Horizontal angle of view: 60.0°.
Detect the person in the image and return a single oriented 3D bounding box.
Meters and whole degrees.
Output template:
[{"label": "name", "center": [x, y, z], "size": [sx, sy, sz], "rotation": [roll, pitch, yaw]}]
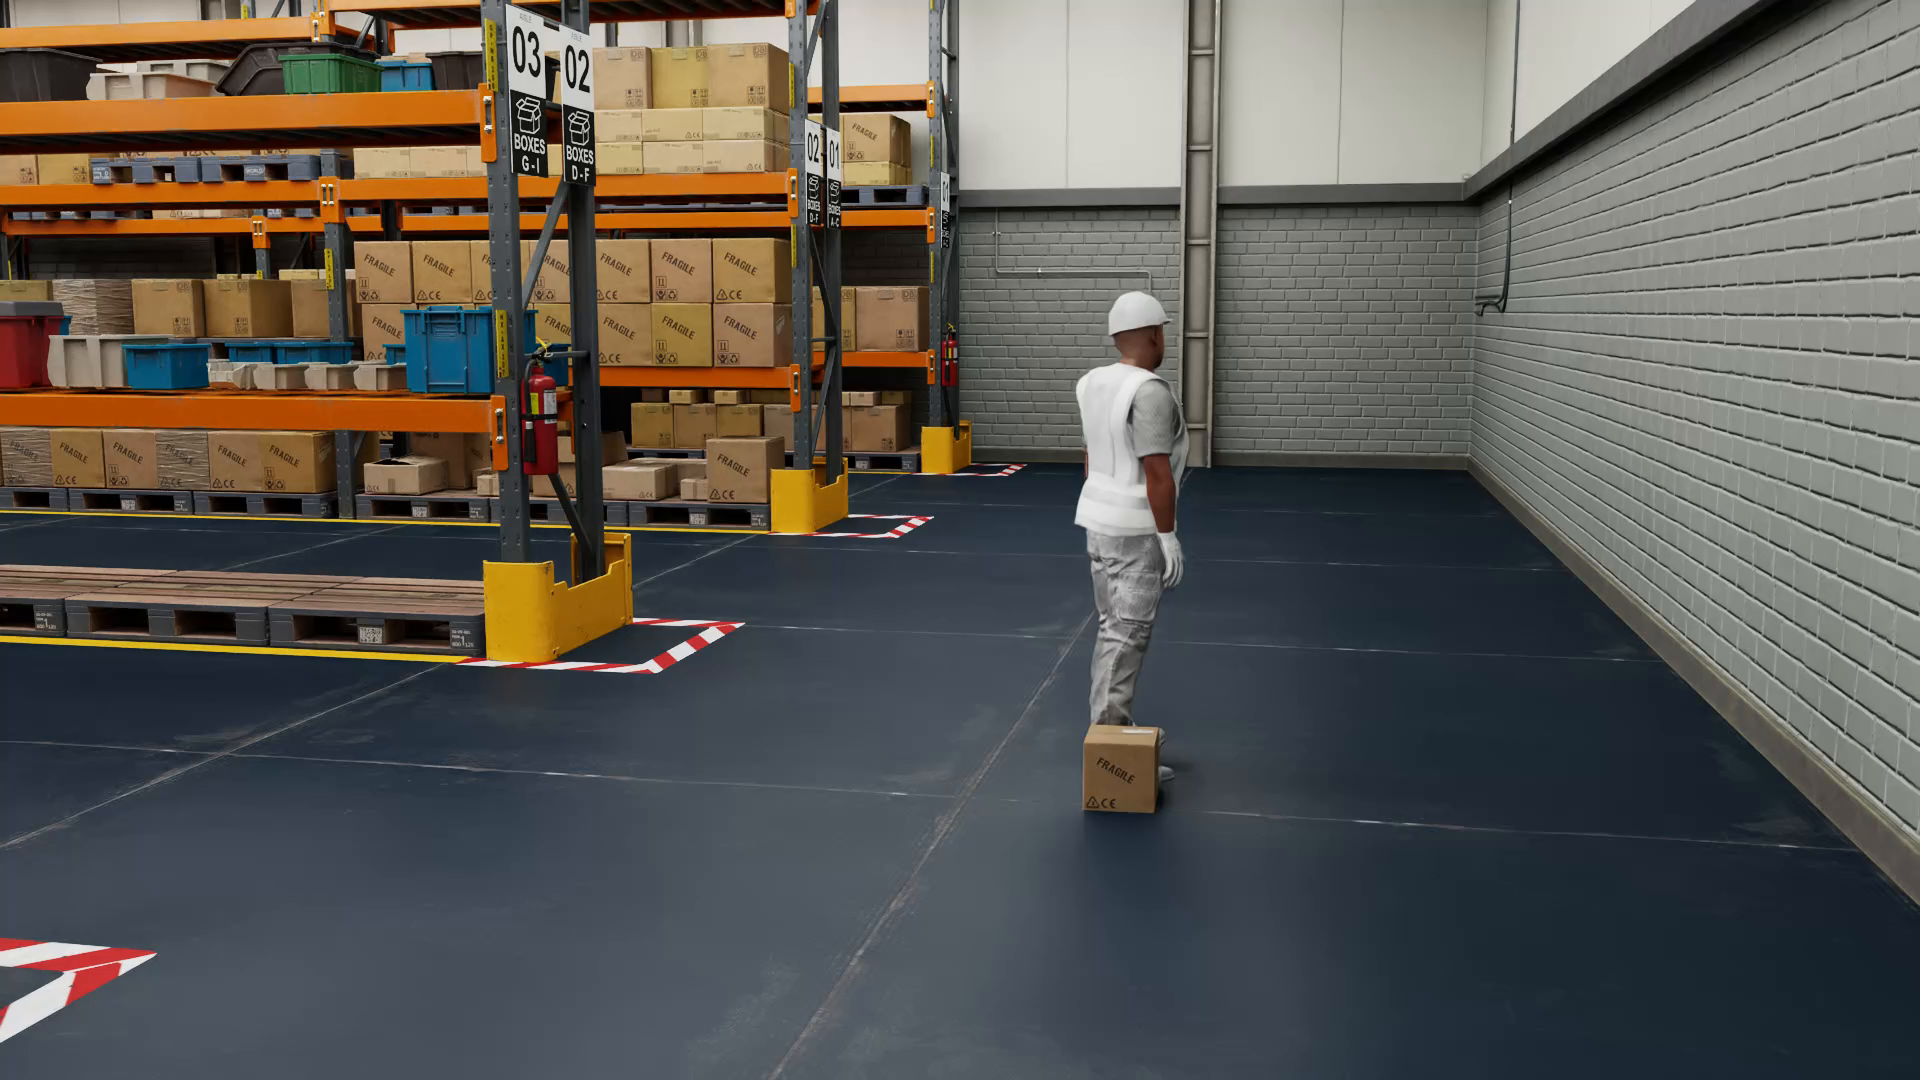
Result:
[{"label": "person", "center": [0.662, -0.027, 6.217], "size": [0.442, 1.784, 0.617], "rotation": [-3, 8, -18]}]
